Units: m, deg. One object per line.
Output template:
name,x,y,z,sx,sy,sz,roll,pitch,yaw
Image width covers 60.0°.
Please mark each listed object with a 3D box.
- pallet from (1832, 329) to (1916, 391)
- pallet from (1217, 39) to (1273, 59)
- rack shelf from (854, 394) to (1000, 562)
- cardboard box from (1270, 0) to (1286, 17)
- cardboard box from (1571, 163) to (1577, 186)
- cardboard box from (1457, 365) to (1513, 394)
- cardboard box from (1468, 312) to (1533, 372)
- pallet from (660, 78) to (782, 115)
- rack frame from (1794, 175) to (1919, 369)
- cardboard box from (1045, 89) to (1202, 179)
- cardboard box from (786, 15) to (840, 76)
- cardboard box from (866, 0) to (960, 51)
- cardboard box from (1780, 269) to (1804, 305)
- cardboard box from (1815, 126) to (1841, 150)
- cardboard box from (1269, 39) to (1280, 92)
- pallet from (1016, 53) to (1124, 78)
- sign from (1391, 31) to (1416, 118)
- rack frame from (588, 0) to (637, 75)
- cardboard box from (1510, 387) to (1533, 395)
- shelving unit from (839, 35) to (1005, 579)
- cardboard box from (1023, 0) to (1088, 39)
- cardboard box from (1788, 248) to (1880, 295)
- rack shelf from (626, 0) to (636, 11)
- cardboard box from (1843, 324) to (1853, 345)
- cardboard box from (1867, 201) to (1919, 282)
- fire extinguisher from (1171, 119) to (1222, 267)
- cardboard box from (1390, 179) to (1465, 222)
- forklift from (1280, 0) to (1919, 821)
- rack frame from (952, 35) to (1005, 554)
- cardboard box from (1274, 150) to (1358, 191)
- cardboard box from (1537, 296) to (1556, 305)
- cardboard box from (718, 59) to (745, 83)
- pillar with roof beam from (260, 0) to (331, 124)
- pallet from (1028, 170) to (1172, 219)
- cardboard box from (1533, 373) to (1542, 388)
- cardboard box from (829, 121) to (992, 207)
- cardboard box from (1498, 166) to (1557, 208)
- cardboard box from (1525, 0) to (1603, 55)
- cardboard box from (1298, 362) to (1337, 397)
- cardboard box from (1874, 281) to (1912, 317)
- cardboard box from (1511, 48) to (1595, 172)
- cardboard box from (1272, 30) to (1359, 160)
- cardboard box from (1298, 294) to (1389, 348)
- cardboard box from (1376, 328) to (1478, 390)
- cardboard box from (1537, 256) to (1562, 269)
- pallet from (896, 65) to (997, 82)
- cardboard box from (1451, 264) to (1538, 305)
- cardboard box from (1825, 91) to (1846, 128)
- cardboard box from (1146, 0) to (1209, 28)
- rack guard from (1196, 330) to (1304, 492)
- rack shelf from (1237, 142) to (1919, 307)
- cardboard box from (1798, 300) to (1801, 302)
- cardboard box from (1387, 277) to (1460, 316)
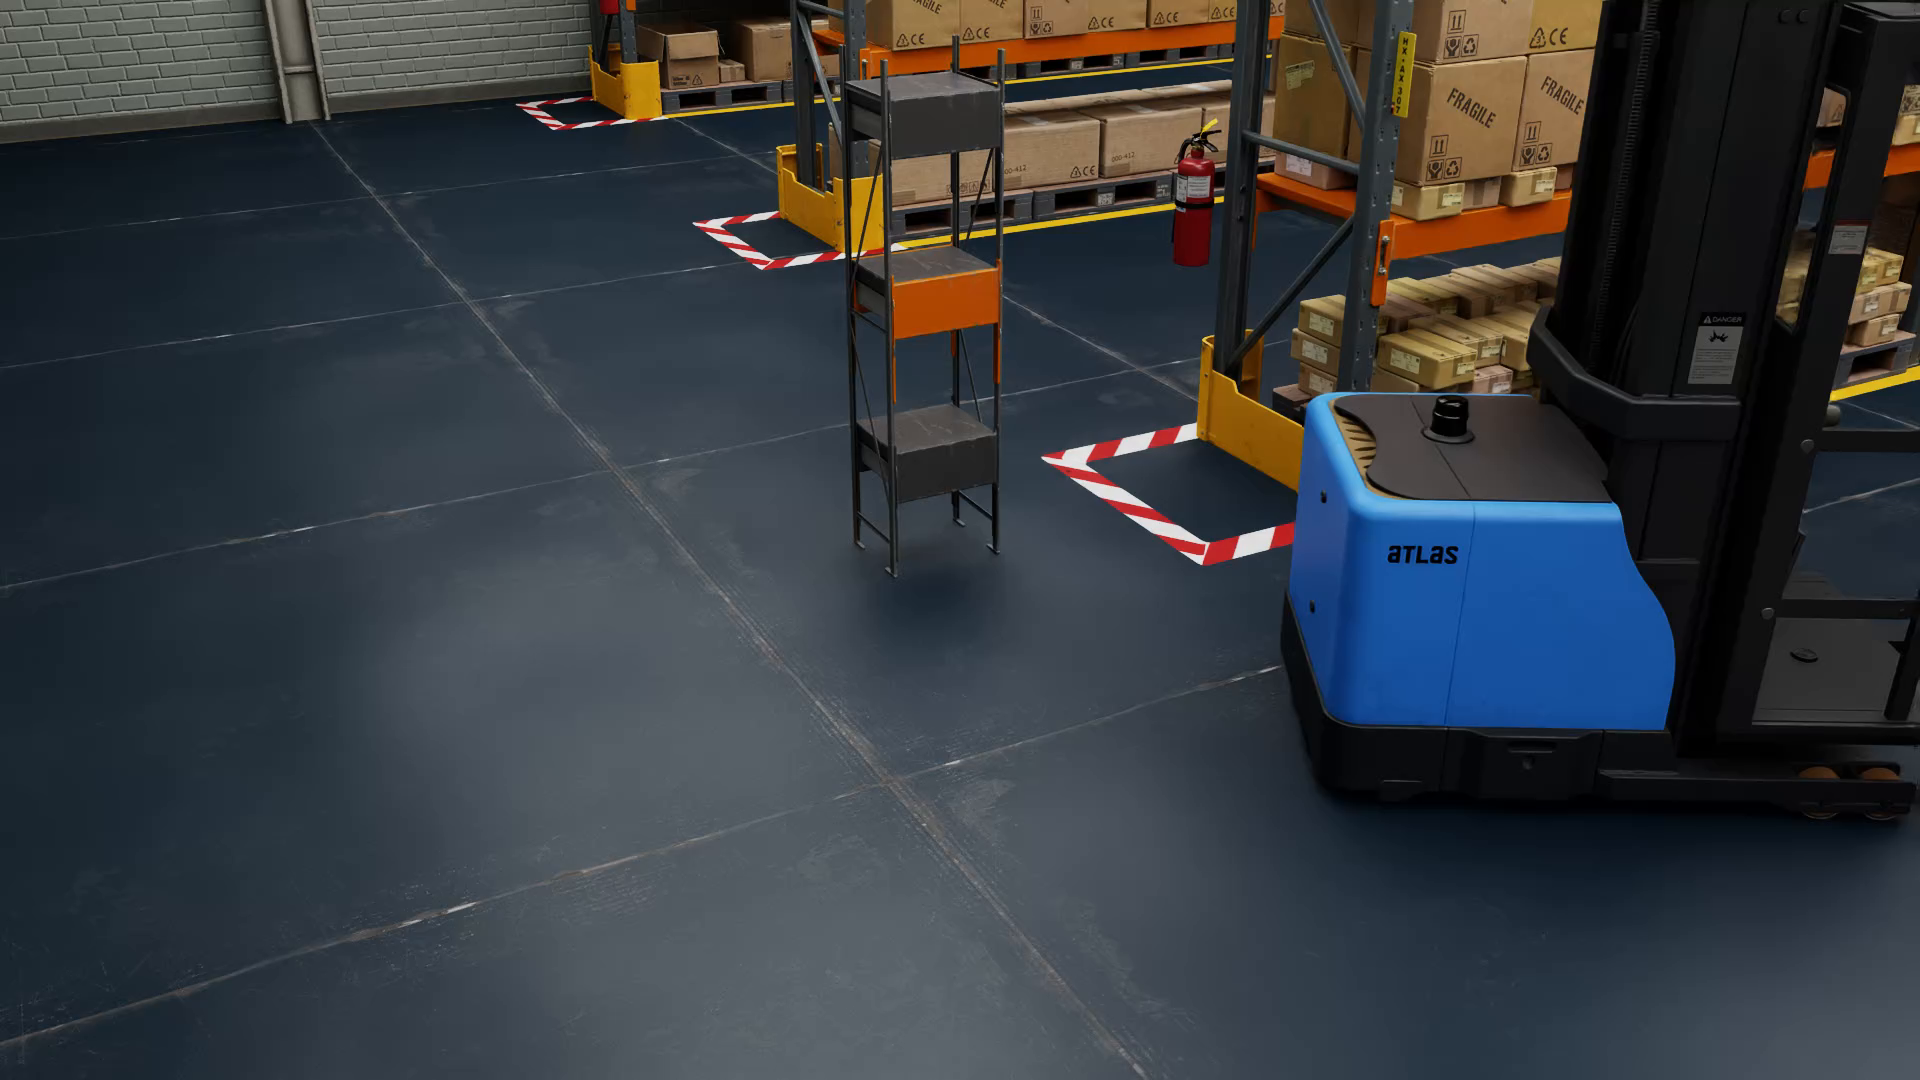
pallet,4.475,-1.092,9.281,1.213,0.211,1.003,-13,29,-25
pallet,3.146,-5.684,18.845,1.213,0.211,1.003,-13,29,-25
rack shelf,-0.146,-0.270,7.034,0.480,0.518,0.431,-13,29,-25
cardboard box,2.344,-4.222,12.463,0.500,0.500,0.500,-13,28,-25
cardboard box,2.844,-1.765,7.752,0.250,0.149,0.380,-13,29,-26
cardboard box,2.373,-0.766,7.845,0.250,0.149,0.380,-13,29,-25
cardboard box,2.613,-0.939,7.861,0.250,0.149,0.380,-13,29,-25
pallet,-2.466,-4.371,16.110,1.213,0.211,1.003,-13,29,-25
rack frame,5.051,-2.500,8.990,0.127,3.000,1.000,-13,29,-25
cardboard box,1.238,-3.134,12.787,0.875,0.438,0.875,-14,29,-27
cardboard box,-1.366,-4.829,16.246,0.500,0.500,0.500,-12,28,-24
cardboard box,-0.338,-3.588,11.142,0.500,0.500,0.500,-13,29,-25
cardboard box,4.171,-1.356,8.731,0.250,0.149,0.380,-12,28,-23
cardboard box,4.209,-2.087,8.421,0.250,0.149,0.380,-14,29,-27
cardboard box,3.142,-3.758,13.581,0.875,0.875,0.875,-12,28,-24
pallet,0.993,-5.187,17.810,1.213,0.211,1.003,-13,29,-25
sign,1.777,-1.868,6.675,0.005,0.325,0.100,-13,29,-25
rack frame,-3.236,-5.450,15.135,0.127,3.000,1.000,-13,29,-25
cardboard box,2.543,-0.711,8.074,0.250,0.149,0.380,-13,28,-25
shelving unit,-0.146,-0.913,6.725,0.503,2.100,0.431,-13,29,-25
cardboard box,0.552,-3.798,11.580,0.500,0.500,0.500,-13,29,-25
cardboard box,4.653,-1.433,8.890,0.250,0.149,0.380,-13,28,-24
rack shelf,-1.471,-5.533,16.139,4.000,0.370,1.077,-13,29,-25
cardboard box,4.597,-1.173,9.036,0.250,0.149,0.380,-12,28,-24
cardboard box,5.586,-1.809,9.955,0.500,0.500,0.500,-14,29,-26
fire extinguisher,1.082,-1.607,7.651,0.183,0.674,0.296,-13,29,-25
cardboard box,1.962,-1.512,7.225,0.250,0.149,0.380,-13,29,-26
forklift,2.703,-0.652,5.221,3.031,2.935,1.130,1,26,2
rack frame,0.069,-0.963,6.829,0.015,2.100,0.400,-13,29,-25
cardboard box,1.676,-1.746,7.711,0.250,0.149,0.380,-13,29,-25
cardboard box,3.042,-1.074,8.142,0.250,0.149,0.380,-12,28,-23
cardboard box,-2.258,-4.514,15.994,0.250,0.149,0.380,-14,29,-27
pillar with roof beam,-4.013,-6.305,9.985,0.400,9.000,9.100,-13,29,-25
pallet,0.847,-2.737,12.707,1.213,0.211,1.003,-13,29,-25
cardboard box,2.825,-0.860,8.041,0.250,0.149,0.380,-12,28,-24
cardboard box,-0.362,-2.762,12.011,0.875,0.438,0.875,-14,29,-27
cardboard box,2.429,-1.614,7.437,0.250,0.149,0.380,-14,29,-27
cardboard box,2.485,-2.410,7.190,0.500,0.500,0.500,-12,28,-24
cardboard box,1.888,-0.776,8.209,0.250,0.149,0.380,-12,28,-24
cardboard box,4.923,-1.352,9.066,0.250,0.149,0.380,-12,28,-24
cardboard box,2.508,-1.969,7.426,0.500,0.500,0.500,-13,29,-25
cardboard box,1.797,-2.054,7.603,0.500,0.500,0.500,-12,28,-24
cardboard box,1.869,-1.062,8.117,0.250,0.149,0.380,-13,28,-25
cardboard box,2.144,-0.834,7.643,0.250,0.149,0.380,-14,29,-27
cardboard box,3.259,-1.372,8.764,0.250,0.149,0.380,-13,28,-25
pallet,-0.313,-4.868,17.145,1.213,0.211,1.003,-13,29,-25
cardboard box,2.756,-1.297,8.607,0.250,0.149,0.380,-12,28,-23
cardboard box,4.298,-2.367,8.255,0.500,0.500,0.500,-14,29,-26
cardboard box,1.455,-4.008,12.016,0.500,0.500,0.500,-13,29,-26
rack guard,1.589,-0.574,7.867,0.348,0.500,1.175,-13,29,-25
rack shelf,3.286,-1.768,8.298,4.000,0.370,1.077,-13,29,-25
cardboard box,4.462,-1.231,8.813,0.250,0.149,0.380,-14,29,-27
cardboard box,2.287,-1.192,8.389,0.250,0.149,0.380,-14,29,-26
